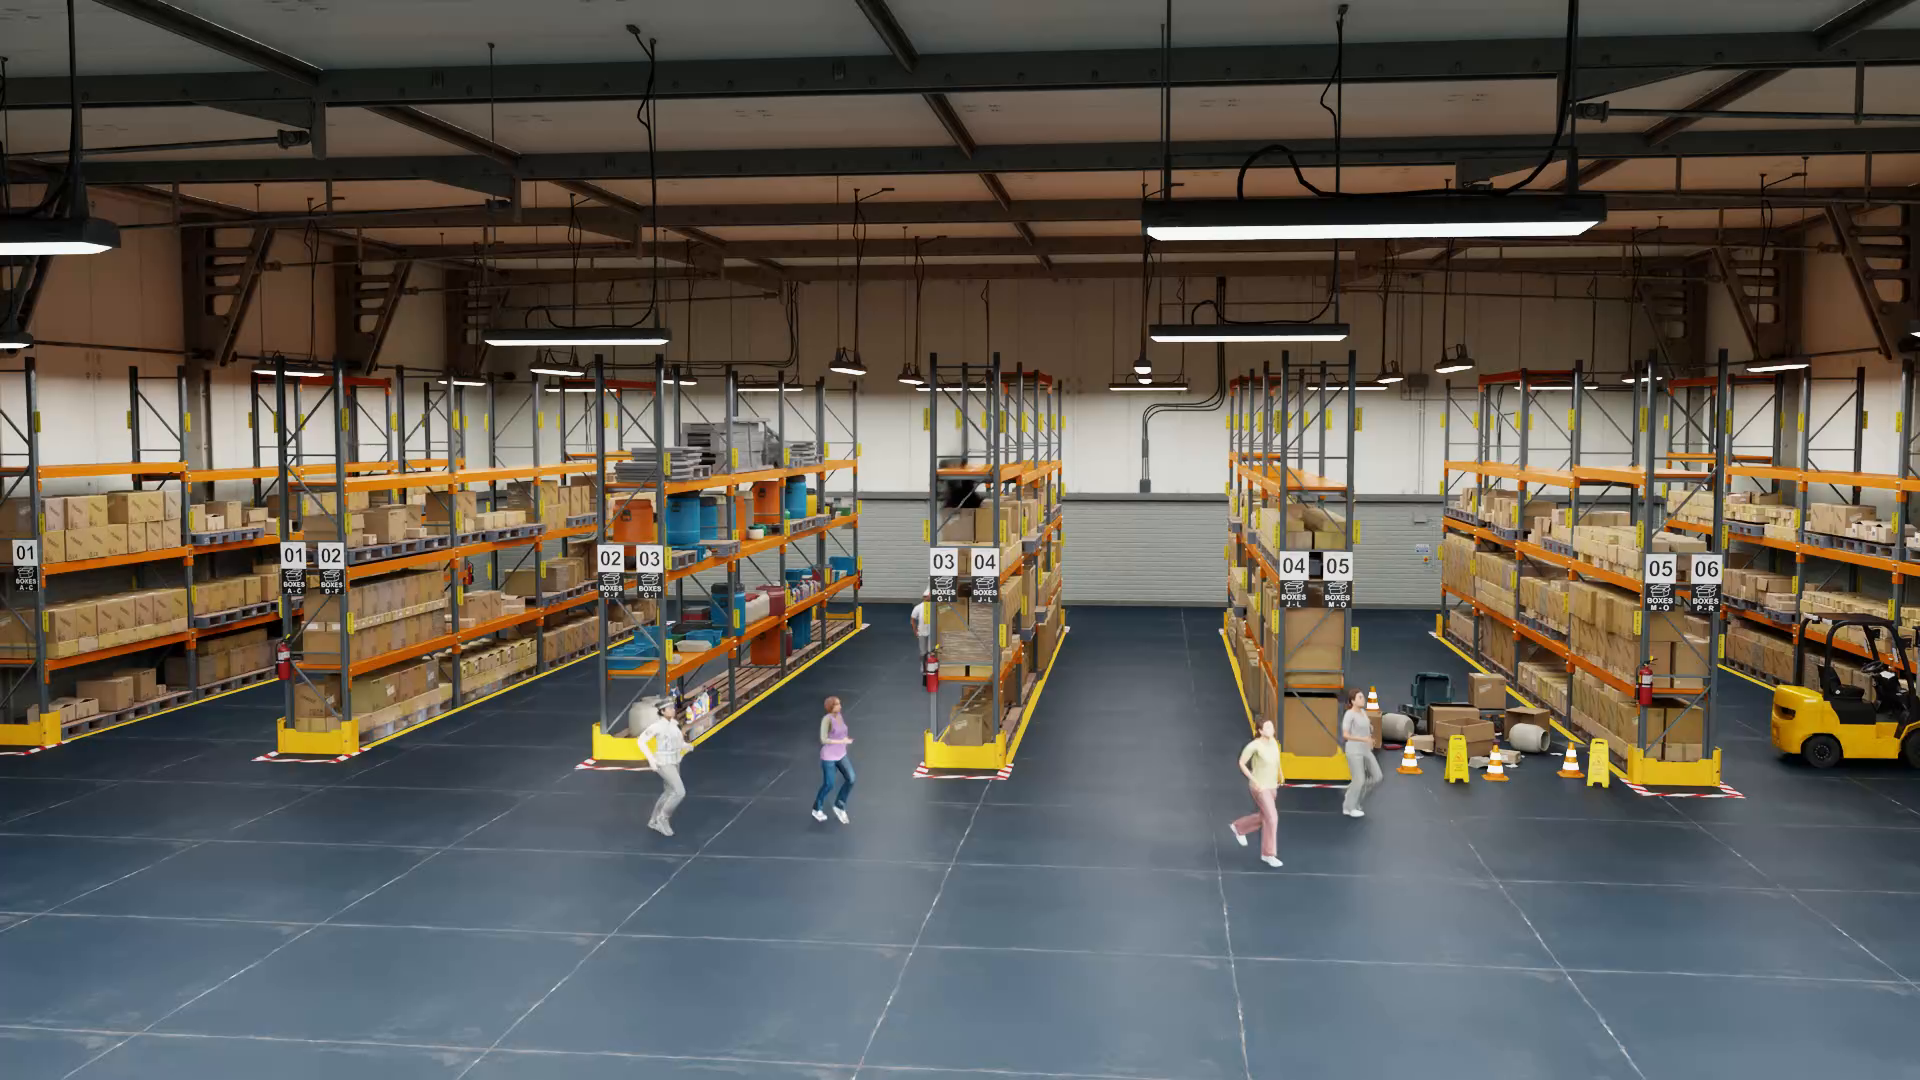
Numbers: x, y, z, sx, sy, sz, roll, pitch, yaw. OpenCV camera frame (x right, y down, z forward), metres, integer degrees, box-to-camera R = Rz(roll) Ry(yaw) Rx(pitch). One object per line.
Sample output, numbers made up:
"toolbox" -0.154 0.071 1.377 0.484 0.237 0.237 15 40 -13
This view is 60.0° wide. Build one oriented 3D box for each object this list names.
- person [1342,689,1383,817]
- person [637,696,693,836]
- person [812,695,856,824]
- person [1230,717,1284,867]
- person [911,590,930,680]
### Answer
"person" 5.080 2.692 20.985 0.554 1.627 0.547 -3 5 -39
"person" -3.514 2.733 20.130 0.658 1.690 0.582 2 4 22
"person" -1.568 2.739 20.699 0.657 1.626 0.579 3 5 33
"person" 3.408 2.833 19.017 0.577 1.675 0.784 -3 5 -40
"person" -0.605 1.843 32.502 0.723 1.743 0.653 0 4 2
